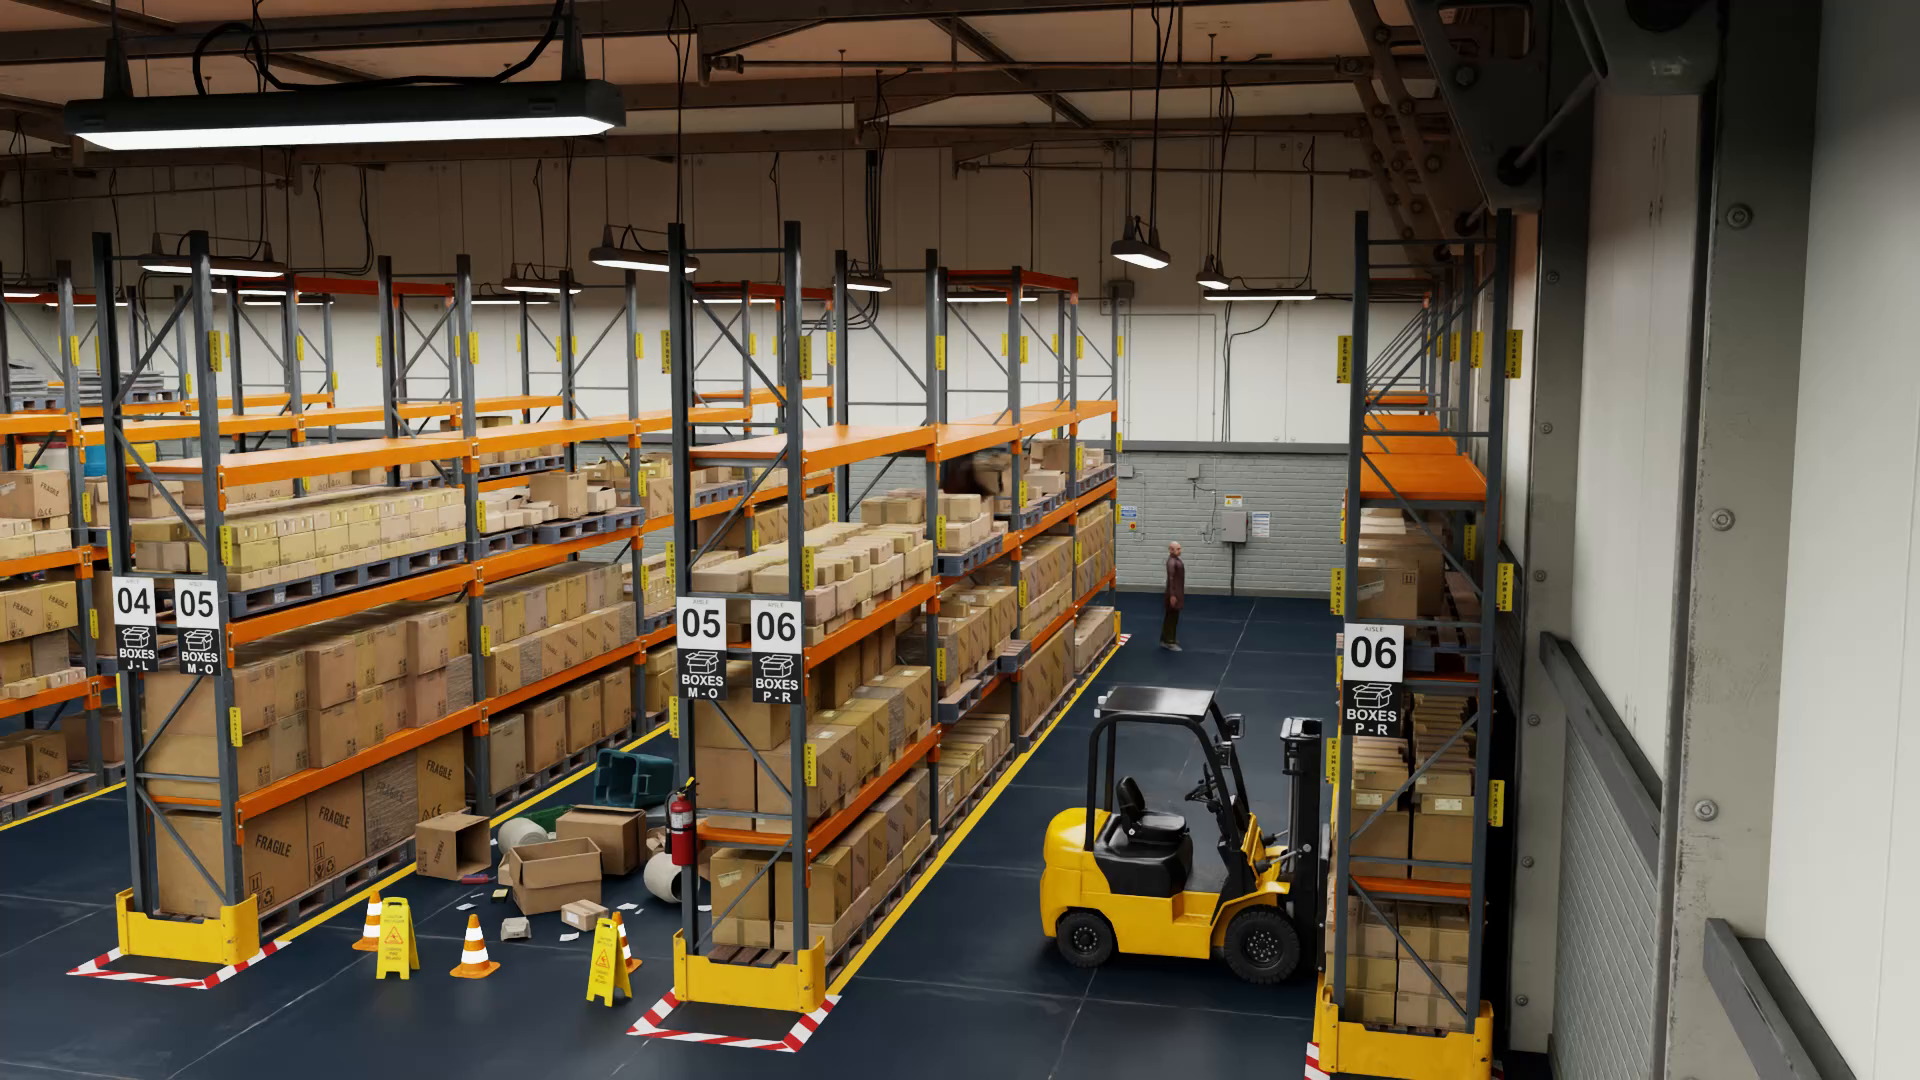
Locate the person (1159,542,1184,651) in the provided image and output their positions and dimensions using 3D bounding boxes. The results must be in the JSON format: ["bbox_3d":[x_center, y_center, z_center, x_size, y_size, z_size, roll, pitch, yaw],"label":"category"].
[{"bbox_3d":[3.525,0.928,27.638,0.395,1.822,0.663,1,7,6],"label":"person"}]
